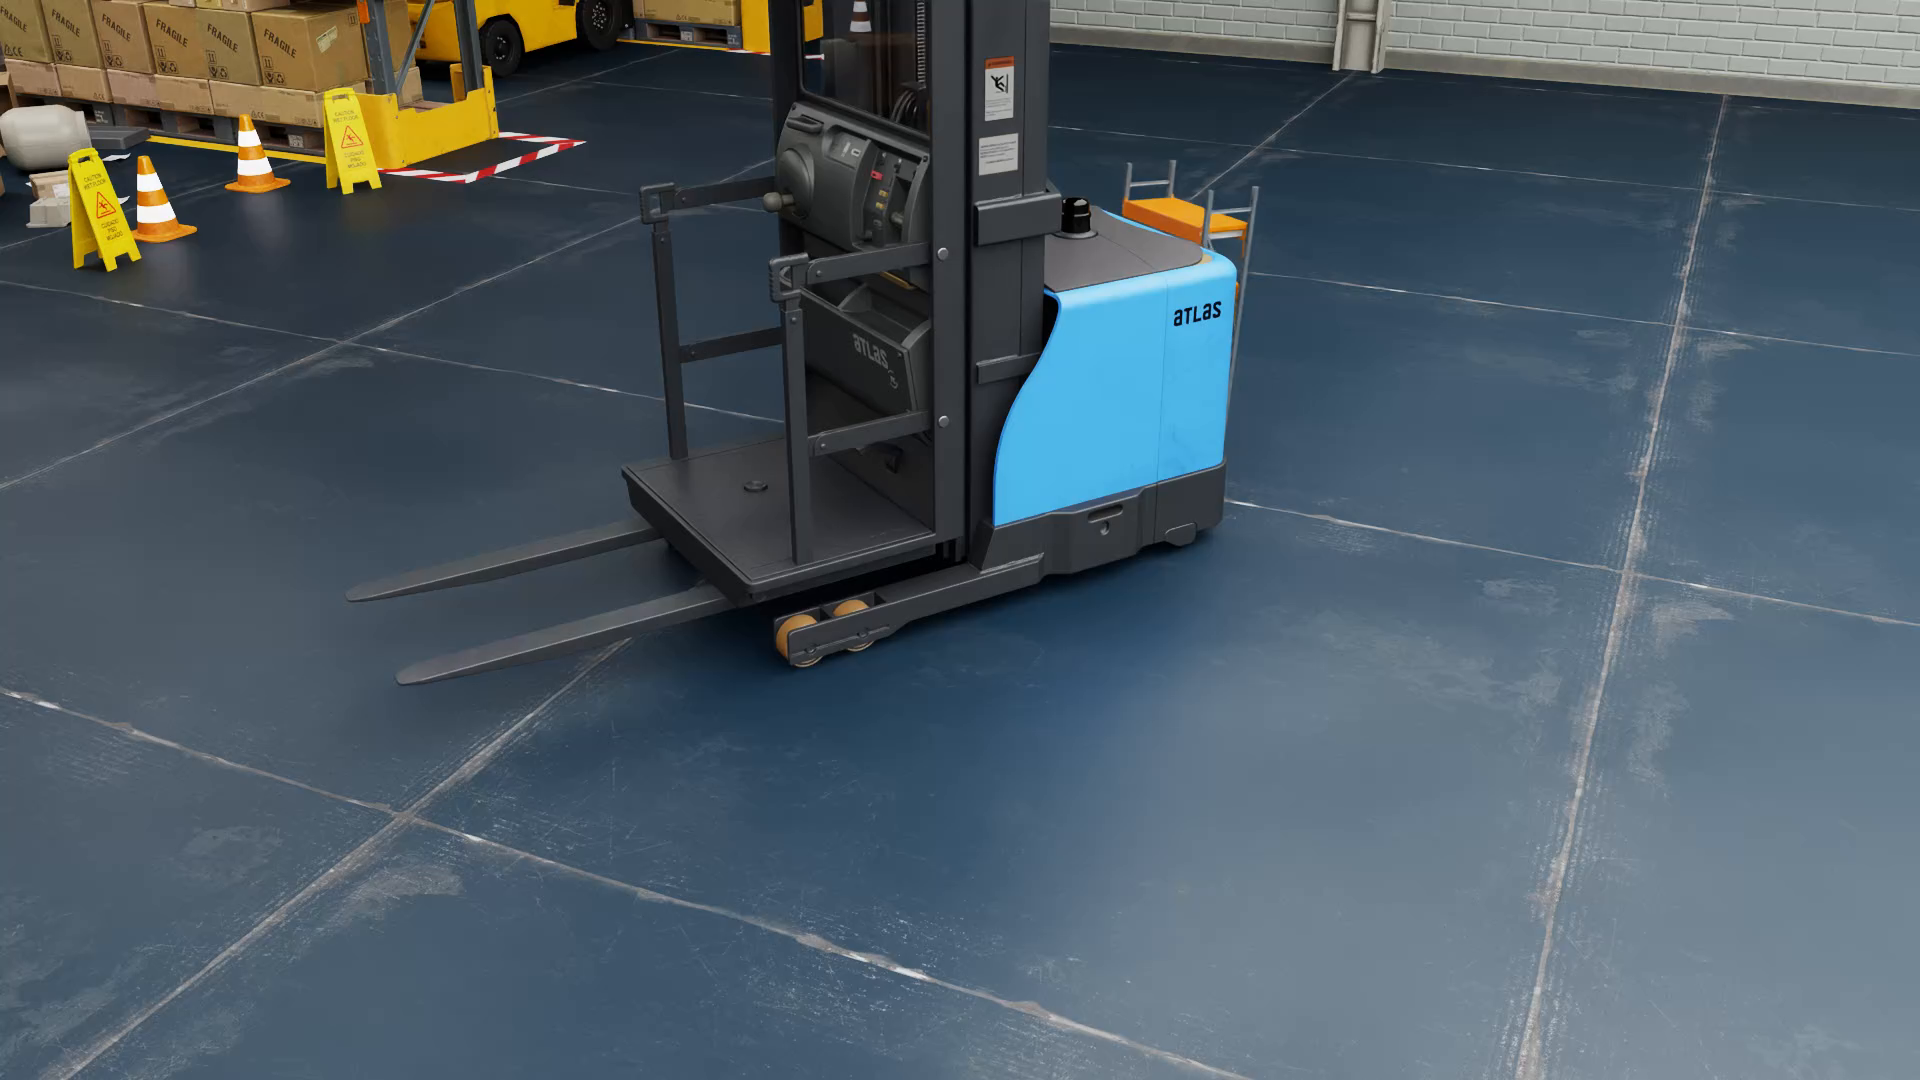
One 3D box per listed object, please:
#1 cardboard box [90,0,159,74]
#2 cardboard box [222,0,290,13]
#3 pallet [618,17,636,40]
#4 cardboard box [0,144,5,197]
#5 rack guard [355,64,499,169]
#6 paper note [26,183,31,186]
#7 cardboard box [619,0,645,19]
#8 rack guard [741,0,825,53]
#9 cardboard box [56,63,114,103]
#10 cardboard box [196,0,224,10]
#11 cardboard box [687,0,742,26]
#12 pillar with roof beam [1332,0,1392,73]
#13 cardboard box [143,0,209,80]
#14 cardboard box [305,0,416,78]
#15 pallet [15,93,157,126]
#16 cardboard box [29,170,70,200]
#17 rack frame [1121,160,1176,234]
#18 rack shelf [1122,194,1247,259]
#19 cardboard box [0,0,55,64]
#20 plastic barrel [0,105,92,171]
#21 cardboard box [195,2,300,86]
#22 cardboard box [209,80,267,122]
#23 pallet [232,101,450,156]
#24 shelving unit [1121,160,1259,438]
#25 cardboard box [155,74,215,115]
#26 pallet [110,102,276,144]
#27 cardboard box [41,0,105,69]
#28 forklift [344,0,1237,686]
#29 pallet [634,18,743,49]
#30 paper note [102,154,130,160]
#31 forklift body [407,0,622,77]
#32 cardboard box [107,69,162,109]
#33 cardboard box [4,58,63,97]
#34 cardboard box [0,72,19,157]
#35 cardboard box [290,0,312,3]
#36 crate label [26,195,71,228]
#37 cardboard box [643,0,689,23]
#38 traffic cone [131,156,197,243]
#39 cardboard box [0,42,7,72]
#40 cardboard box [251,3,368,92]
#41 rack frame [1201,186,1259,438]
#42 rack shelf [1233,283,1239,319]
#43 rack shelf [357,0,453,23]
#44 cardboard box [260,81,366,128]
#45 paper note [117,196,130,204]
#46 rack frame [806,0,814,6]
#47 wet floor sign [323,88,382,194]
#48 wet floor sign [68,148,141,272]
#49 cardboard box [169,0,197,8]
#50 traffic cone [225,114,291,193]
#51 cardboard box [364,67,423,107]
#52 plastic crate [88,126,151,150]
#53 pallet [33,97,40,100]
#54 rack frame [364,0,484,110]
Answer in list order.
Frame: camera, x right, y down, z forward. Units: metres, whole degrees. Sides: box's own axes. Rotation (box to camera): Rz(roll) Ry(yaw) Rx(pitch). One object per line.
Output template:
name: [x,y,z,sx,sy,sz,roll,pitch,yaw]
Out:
cardboard box: [-5.977,-3.751,12.260,0.500,0.500,0.500,13,29,24]
cardboard box: [-4.924,-3.797,11.620,0.250,0.149,0.380,12,29,23]
pallet: [-3.493,-5.225,16.624,1.213,0.211,1.003,11,28,22]
cardboard box: [-6.371,-2.316,10.385,0.637,0.503,0.797,-7,27,-14]
rack guard: [-3.794,-3.025,11.829,0.348,0.500,1.175,11,28,22]
paper note: [-6.120,-2.384,11.070,0.142,0.019,0.148,23,35,39]
cardboard box: [-3.132,-5.233,16.121,0.500,0.250,0.500,12,29,22]
rack guard: [-1.651,-5.004,15.847,0.348,0.500,1.175,11,28,22]
cardboard box: [-6.450,-3.510,12.620,0.500,0.250,0.500,13,29,25]
cardboard box: [-5.151,-3.844,11.716,0.250,0.149,0.380,12,29,23]
cardboard box: [-2.232,-5.043,15.735,0.500,0.250,0.500,12,28,22]
pillar with roof beam: [1.746,-6.483,9.229,0.400,9.000,9.100,11,28,22]
cardboard box: [-5.495,-3.655,12.066,0.500,0.500,0.500,11,28,21]
cardboard box: [-4.366,-3.687,12.131,0.500,0.500,0.500,10,28,20]
pallet: [-6.740,-3.505,13.130,1.213,0.211,1.003,11,28,22]
cardboard box: [-5.753,-2.281,10.715,0.380,0.149,0.250,-18,31,-31]
rack frame: [0.714,-0.937,6.774,0.240,1.200,0.015,-11,28,-31]
rack shelf: [0.869,-1.204,6.430,0.258,0.148,0.480,-11,28,-31]
cardboard box: [-6.940,-3.939,12.644,0.500,0.500,0.500,13,29,24]
plastic barrel: [-6.231,-2.746,11.348,0.512,0.421,0.421,-12,29,-23]
cardboard box: [-5.038,-3.560,11.873,0.500,0.500,0.500,12,29,24]
cardboard box: [-5.040,-3.225,12.043,0.500,0.250,0.500,11,28,22]
pallet: [-4.518,-3.059,12.223,1.213,0.211,1.003,11,28,22]
shelving unit: [0.844,-0.846,6.589,0.258,1.200,0.503,-11,28,-31]
cardboard box: [-5.519,-3.319,12.232,0.500,0.250,0.500,10,28,20]
pallet: [-5.625,-3.282,12.678,1.213,0.211,1.003,11,28,22]
cardboard box: [-6.448,-3.846,12.454,0.500,0.500,0.500,13,29,24]
forklift: [-0.536,-1.168,5.305,3.031,2.935,1.130,-15,30,-28]
pallet: [-2.387,-5.002,16.170,1.213,0.211,1.003,11,28,22]
paper note: [-5.933,-2.694,11.687,0.148,0.019,0.142,2,26,4]
forklift body: [-4.155,-5.362,14.706,1.214,2.155,2.313,11,28,22]
cardboard box: [-5.966,-3.414,12.425,0.500,0.250,0.500,11,28,21]
cardboard box: [-6.940,-3.603,12.809,0.500,0.250,0.500,10,28,19]
cardboard box: [-6.953,-3.001,11.777,0.500,0.500,0.500,-12,29,-23]
cardboard box: [-4.844,-3.781,12.322,0.500,0.500,0.500,10,28,20]
crate label: [-5.541,-2.019,10.196,0.298,0.136,0.250,-2,26,-5]
cardboard box: [-2.680,-5.138,15.927,0.500,0.250,0.500,11,28,22]
traffic cone: [-4.800,-2.046,9.882,0.334,0.463,0.336,11,28,22]
cardboard box: [-7.844,-3.969,13.415,0.625,0.372,0.950,12,29,22]
cardboard box: [-4.562,-3.466,11.682,0.500,0.500,0.500,12,28,22]
rack frame: [0.974,-0.755,6.404,0.240,1.200,0.015,-11,28,-31]
rack shelf: [0.854,-0.989,6.526,0.258,0.148,0.480,-11,28,-31]
rack shelf: [-5.545,-4.176,12.150,4.000,0.370,1.077,11,28,22]
cardboard box: [-4.593,-3.132,11.853,0.500,0.250,0.500,11,28,22]
paper note: [-5.409,-2.173,10.630,0.142,0.019,0.148,2,26,4]
rack frame: [-1.673,-6.130,15.304,0.127,3.000,1.000,11,28,22]
wet floor sign: [-3.994,-2.612,10.824,0.232,0.644,0.267,23,35,39]
wet floor sign: [-4.835,-1.859,9.295,0.232,0.644,0.267,6,27,13]
cardboard box: [-5.390,-3.893,11.816,0.250,0.149,0.380,13,29,24]
traffic cone: [-4.650,-2.555,10.915,0.334,0.463,0.336,11,28,22]
cardboard box: [-4.344,-3.347,12.289,0.500,0.250,0.500,11,28,21]
plastic crate: [-6.276,-2.938,12.126,0.583,0.080,0.402,2,26,4]
pallet: [-8.075,-3.755,13.638,1.213,0.211,1.003,11,28,22]
rack frame: [-3.724,-4.133,11.249,0.127,3.000,1.000,11,28,22]
